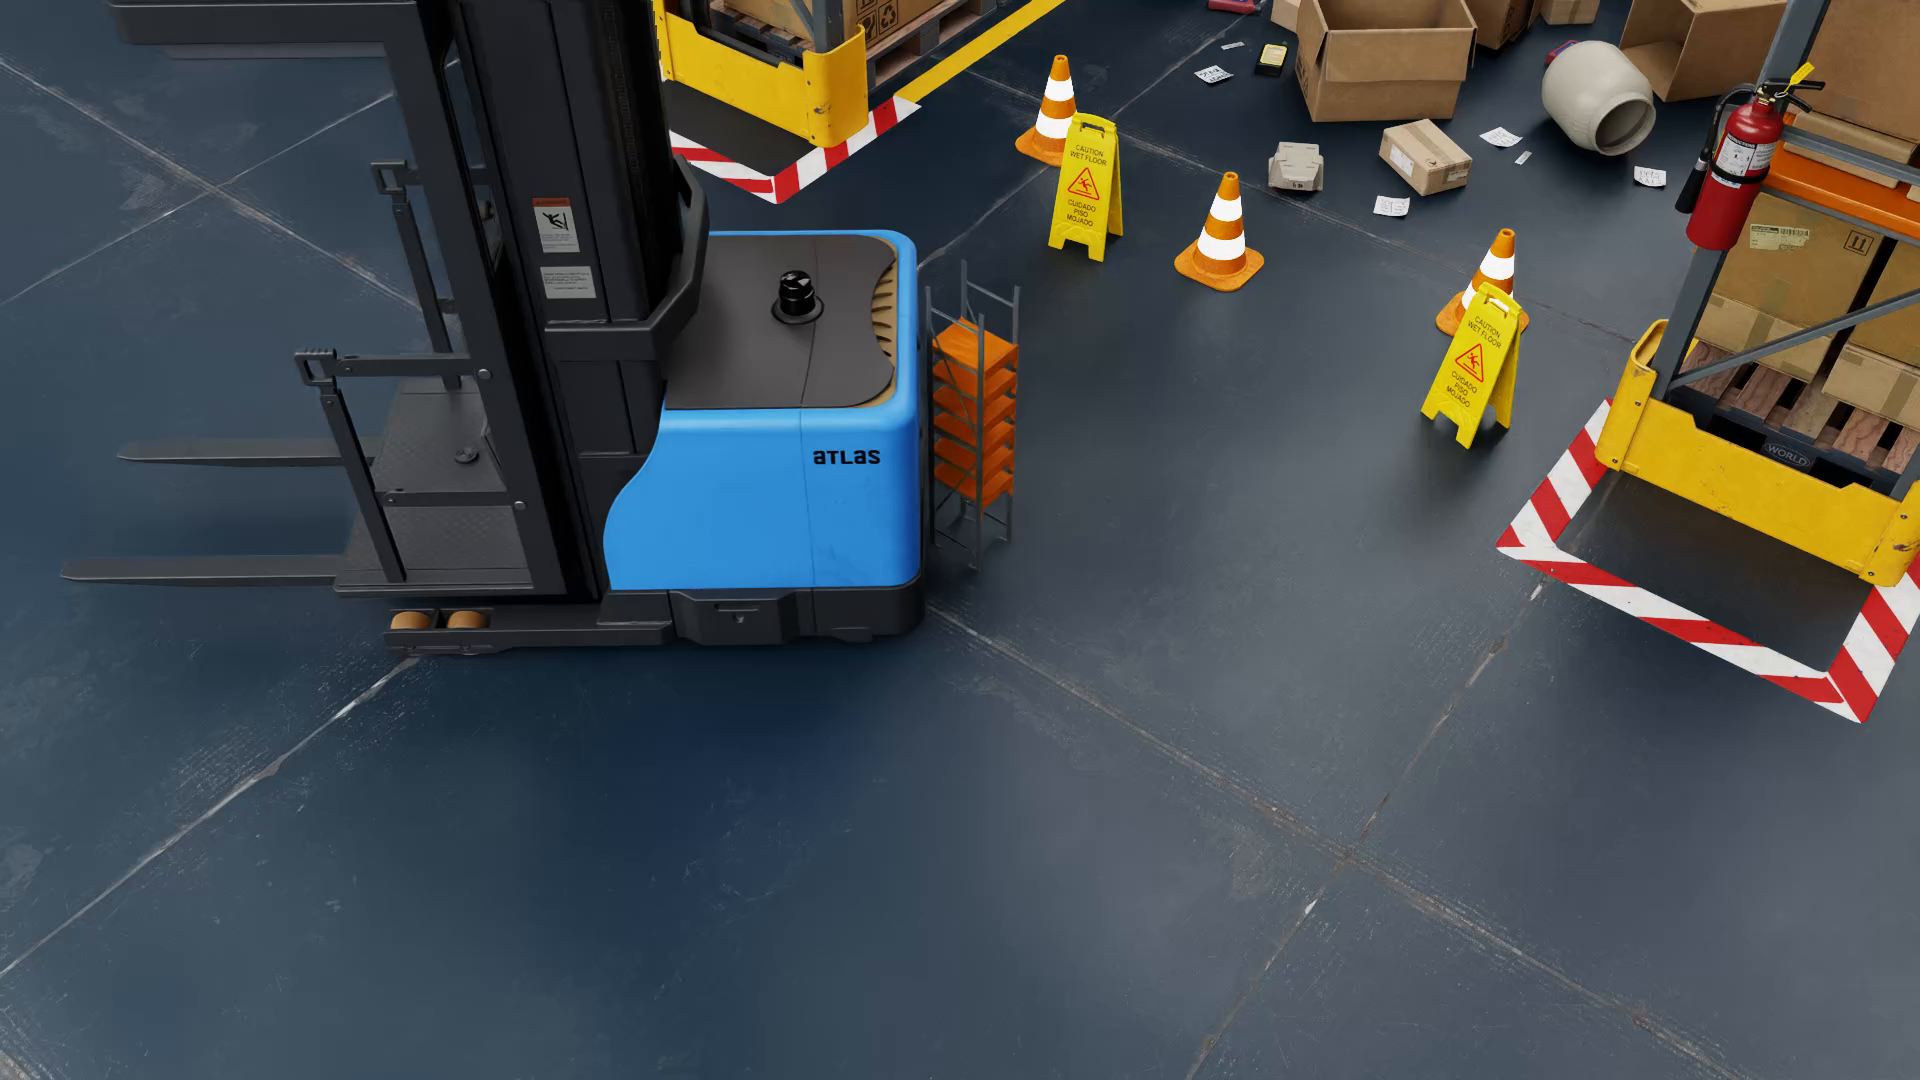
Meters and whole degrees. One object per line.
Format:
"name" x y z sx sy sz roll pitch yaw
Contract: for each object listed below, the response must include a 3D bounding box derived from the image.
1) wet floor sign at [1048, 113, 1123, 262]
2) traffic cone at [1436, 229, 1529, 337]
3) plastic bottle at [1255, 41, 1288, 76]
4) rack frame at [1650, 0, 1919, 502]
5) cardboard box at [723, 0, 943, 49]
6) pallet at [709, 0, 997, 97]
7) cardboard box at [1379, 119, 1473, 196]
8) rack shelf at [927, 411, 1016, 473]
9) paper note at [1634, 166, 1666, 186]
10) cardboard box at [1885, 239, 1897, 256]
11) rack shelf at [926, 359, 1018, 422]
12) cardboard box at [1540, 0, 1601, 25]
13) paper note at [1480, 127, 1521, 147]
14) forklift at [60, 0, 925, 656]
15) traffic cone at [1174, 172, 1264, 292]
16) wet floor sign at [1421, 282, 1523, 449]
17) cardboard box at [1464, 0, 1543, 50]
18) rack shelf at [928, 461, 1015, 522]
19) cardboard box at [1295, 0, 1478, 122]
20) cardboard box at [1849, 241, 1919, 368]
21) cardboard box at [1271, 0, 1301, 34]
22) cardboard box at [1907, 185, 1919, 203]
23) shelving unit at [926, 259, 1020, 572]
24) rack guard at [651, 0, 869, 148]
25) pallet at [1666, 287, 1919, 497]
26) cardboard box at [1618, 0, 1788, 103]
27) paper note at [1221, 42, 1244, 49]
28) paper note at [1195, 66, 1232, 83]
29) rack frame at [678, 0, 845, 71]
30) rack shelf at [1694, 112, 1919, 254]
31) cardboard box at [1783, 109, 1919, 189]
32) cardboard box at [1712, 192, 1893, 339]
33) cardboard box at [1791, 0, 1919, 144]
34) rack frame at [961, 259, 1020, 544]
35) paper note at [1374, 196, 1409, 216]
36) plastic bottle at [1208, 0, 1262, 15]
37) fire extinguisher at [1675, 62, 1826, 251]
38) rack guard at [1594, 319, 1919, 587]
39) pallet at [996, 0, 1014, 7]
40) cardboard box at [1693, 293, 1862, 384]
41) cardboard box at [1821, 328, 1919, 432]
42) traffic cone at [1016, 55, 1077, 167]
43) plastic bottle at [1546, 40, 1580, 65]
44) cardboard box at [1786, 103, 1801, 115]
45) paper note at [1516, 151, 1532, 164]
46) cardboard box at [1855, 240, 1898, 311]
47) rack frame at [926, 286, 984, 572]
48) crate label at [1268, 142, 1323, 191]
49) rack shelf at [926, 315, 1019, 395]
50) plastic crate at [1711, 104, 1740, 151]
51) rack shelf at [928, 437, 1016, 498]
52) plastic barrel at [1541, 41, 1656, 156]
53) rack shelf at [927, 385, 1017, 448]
"wet floor sign" 0.572 -1.582 7.315 0.267 0.644 0.232 21 50 19
"traffic cone" 2.244 -1.097 6.978 0.336 0.463 0.334 29 53 25
"plastic bottle" 1.617 -2.499 8.595 0.133 0.061 0.283 13 48 12
"rack frame" 3.002 -1.157 5.281 1.000 3.000 0.127 29 53 25
"cardboard box" -0.615 -3.116 8.331 0.875 0.875 0.875 29 53 25
"pallet" -0.550 -2.816 8.795 1.003 0.211 1.213 29 53 25
"cardboard box" 2.204 -1.815 7.881 0.250 0.149 0.380 -17 49 -15
"rack shelf" 0.041 -0.373 5.837 0.258 0.103 0.180 31 54 26
"paper note" 3.272 -1.726 7.878 0.142 0.019 0.148 13 48 12
"cardboard box" 3.601 -1.485 6.687 0.500 0.500 0.500 31 54 26
"rack shelf" 0.041 -0.538 5.664 0.258 0.103 0.180 31 54 26
"cardboard box" 3.251 -2.984 8.917 0.258 0.266 0.396 -2 46 -2
"paper note" 2.642 -1.968 8.117 0.142 0.019 0.148 -25 51 -22
"forklift" -1.647 -0.992 5.171 3.031 2.935 1.130 -1 46 -1
"traffic cone" 1.157 -1.393 7.261 0.336 0.463 0.334 29 53 25
"wet floor sign" 2.039 -0.708 6.480 0.232 0.644 0.267 -25 51 -22
"cardboard box" 2.637 -3.005 8.678 0.797 0.637 0.503 29 53 25
"rack shelf" 0.041 -0.207 6.011 0.258 0.103 0.180 31 54 26
"cardboard box" 2.072 -2.419 8.213 0.797 0.503 0.637 -2 46 -2
"cardboard box" 3.728 -0.965 6.189 0.500 0.500 0.500 28 52 24
"cardboard box" 1.875 -2.834 8.774 0.258 0.266 0.396 -33 55 -28
"cardboard box" 3.373 -1.173 5.470 0.380 0.149 0.250 29 53 25
"shelving unit" 0.041 -0.403 5.805 0.258 1.200 0.189 31 54 26
"rack guard" -0.992 -2.410 8.207 1.175 0.500 0.348 29 53 25
"pallet" 3.573 -0.687 6.760 1.003 0.211 1.213 29 53 25
"cardboard box" 3.715 -2.572 8.359 0.500 0.500 0.500 -9 47 -8
"paper note" 1.430 -2.592 8.719 0.123 0.001 0.032 -17 49 -15
"paper note" 1.299 -2.384 8.508 0.142 0.017 0.144 -25 51 -22
"rack frame" -0.977 -3.288 7.316 1.000 3.000 0.127 29 53 25
"rack shelf" 4.224 -2.053 6.634 1.077 0.370 4.000 29 53 25
"cardboard box" 3.061 -1.379 5.666 0.380 0.149 0.250 31 54 26
"cardboard box" 3.285 -1.185 6.400 0.500 0.500 0.500 30 53 25
"cardboard box" 3.115 -1.727 5.550 0.500 0.500 0.500 28 53 24
"rack frame" 0.099 -0.454 5.854 0.240 1.200 0.006 31 54 26
"paper note" 2.004 -1.552 7.712 0.148 0.019 0.142 13 48 12
"plastic bottle" 1.494 -2.902 8.980 0.283 0.061 0.133 13 48 12
"fire extinguisher" 2.567 -1.269 5.441 0.296 0.674 0.183 29 53 25
"rack guard" 3.048 -0.337 6.226 1.175 0.500 0.348 29 53 25
"pallet" 0.196 -3.512 9.459 1.003 0.211 1.213 29 53 25
"cardboard box" 3.298 -0.948 6.692 0.500 0.250 0.500 29 53 25
"cardboard box" 3.714 -0.692 6.447 0.500 0.250 0.500 29 53 25
"traffic cone" 0.471 -2.087 7.924 0.336 0.463 0.334 29 53 25
"plastic bottle" 3.174 -2.522 8.616 0.283 0.061 0.133 -33 55 -28
"cardboard box" 3.128 -1.573 5.852 0.380 0.149 0.250 29 53 25
"paper note" 2.711 -1.840 8.001 0.032 0.001 0.123 29 53 25
"cardboard box" 3.606 -1.227 6.959 0.500 0.250 0.500 29 53 25
"rack frame" -0.017 -0.352 5.756 0.240 1.200 0.006 31 54 26
"crate label" 1.589 -1.758 7.835 0.250 0.136 0.298 6 47 5
"rack shelf" 0.041 -0.621 5.577 0.258 0.103 0.180 31 54 26
"plastic crate" 3.838 -1.902 8.011 0.402 0.080 0.583 13 48 12
"rack shelf" 0.041 -0.290 5.924 0.258 0.103 0.180 31 54 26
"plastic barrel" 3.066 -2.118 7.981 0.421 0.421 0.512 -9 47 -8
"rack shelf" 0.041 -0.455 5.751 0.258 0.103 0.180 31 54 26
